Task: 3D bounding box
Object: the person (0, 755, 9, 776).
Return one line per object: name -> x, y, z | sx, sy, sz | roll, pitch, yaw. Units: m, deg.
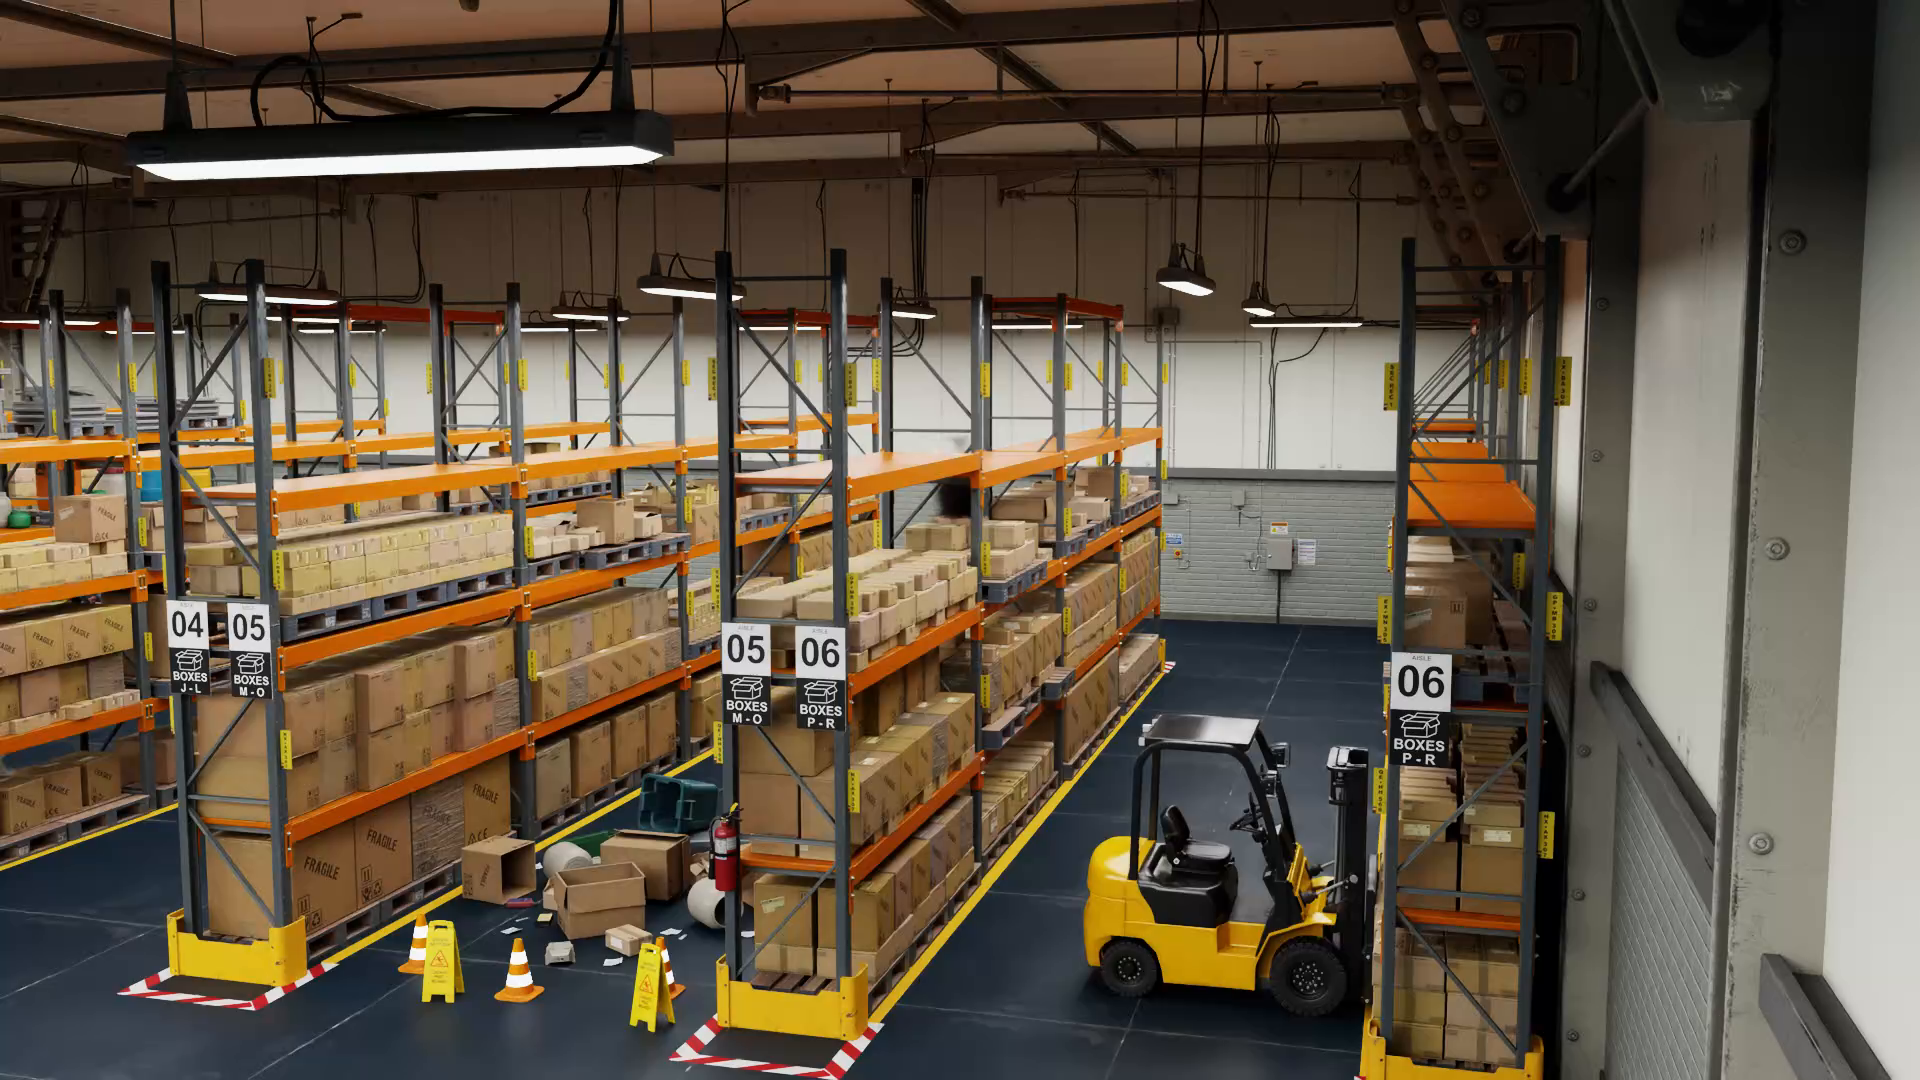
person -> -11.395, 2.293, 19.270 | 0.690, 1.702, 0.919 | -1, 6, -10
